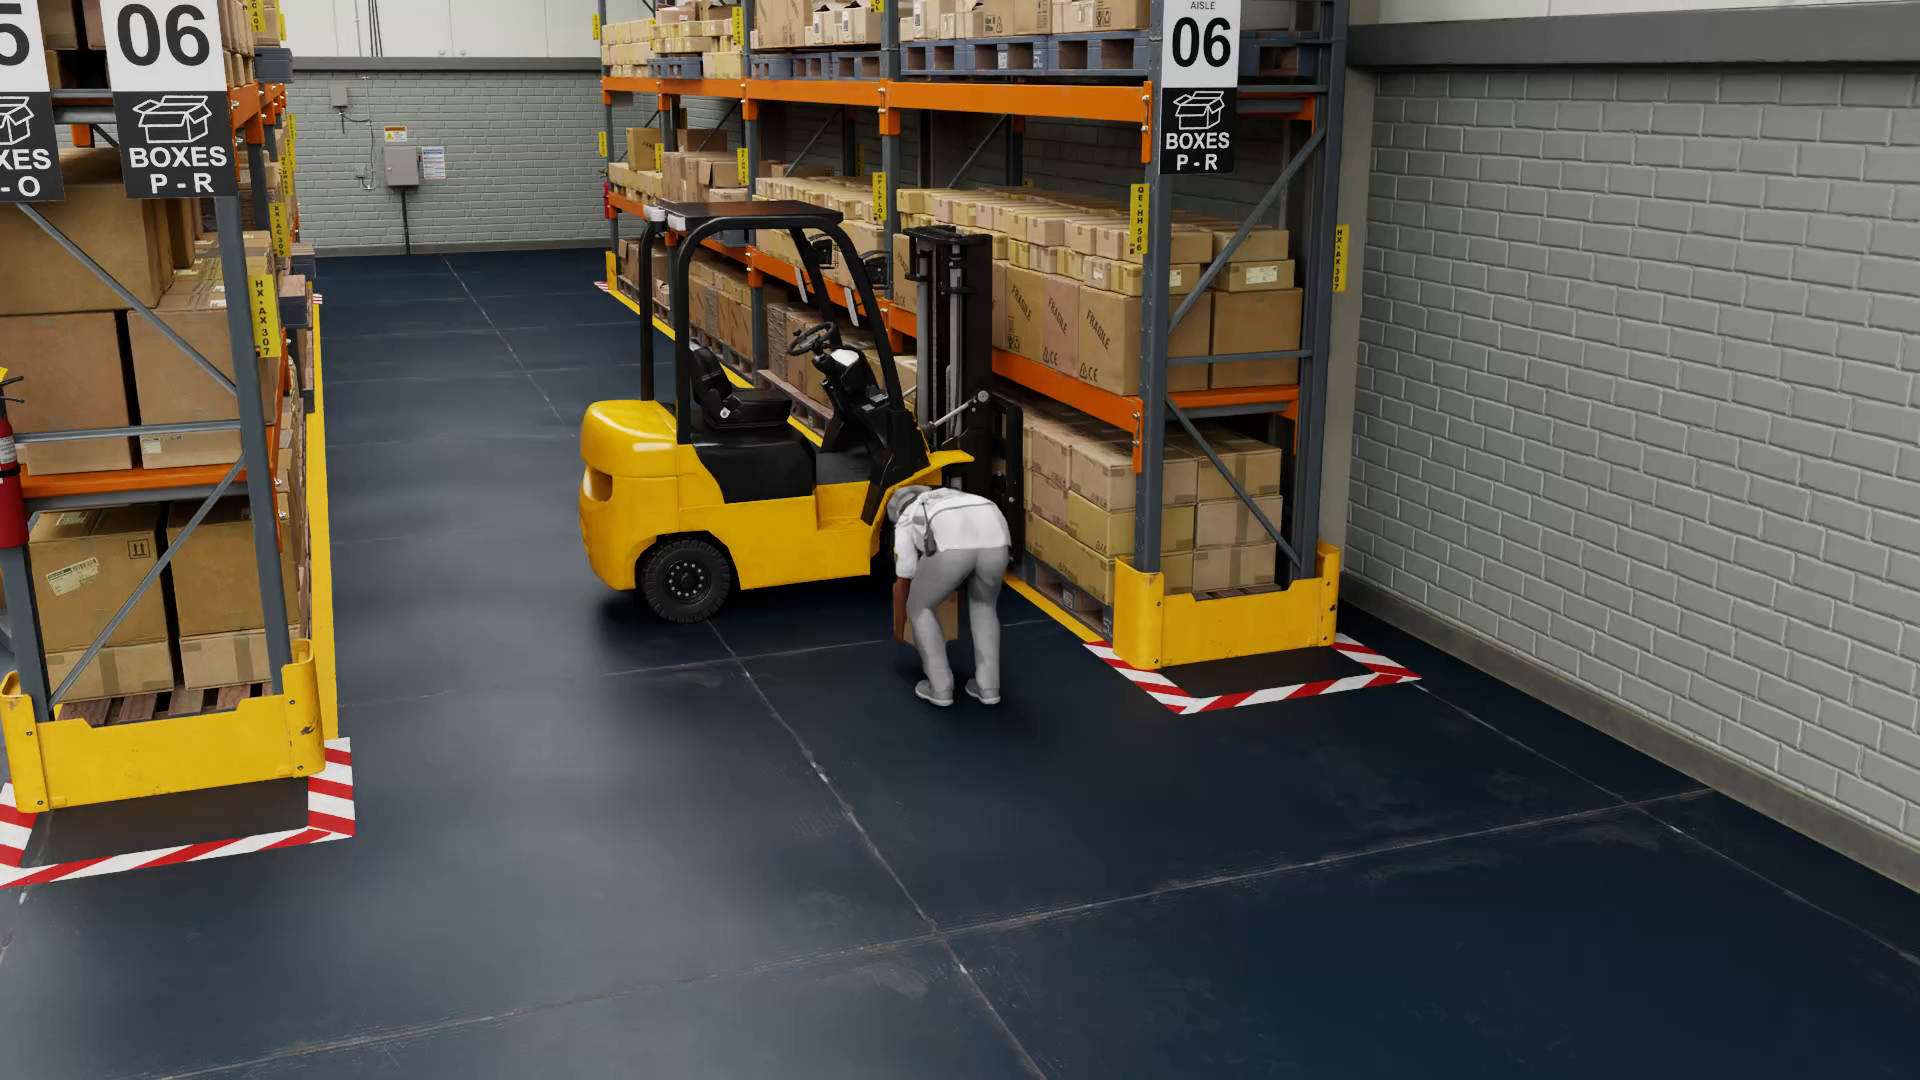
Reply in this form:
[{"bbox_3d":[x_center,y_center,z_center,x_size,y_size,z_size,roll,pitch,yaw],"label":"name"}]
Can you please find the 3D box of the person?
[{"bbox_3d":[-0.076,0.232,7.933,0.433,0.999,0.931,-7,17,-22],"label":"person"}]
